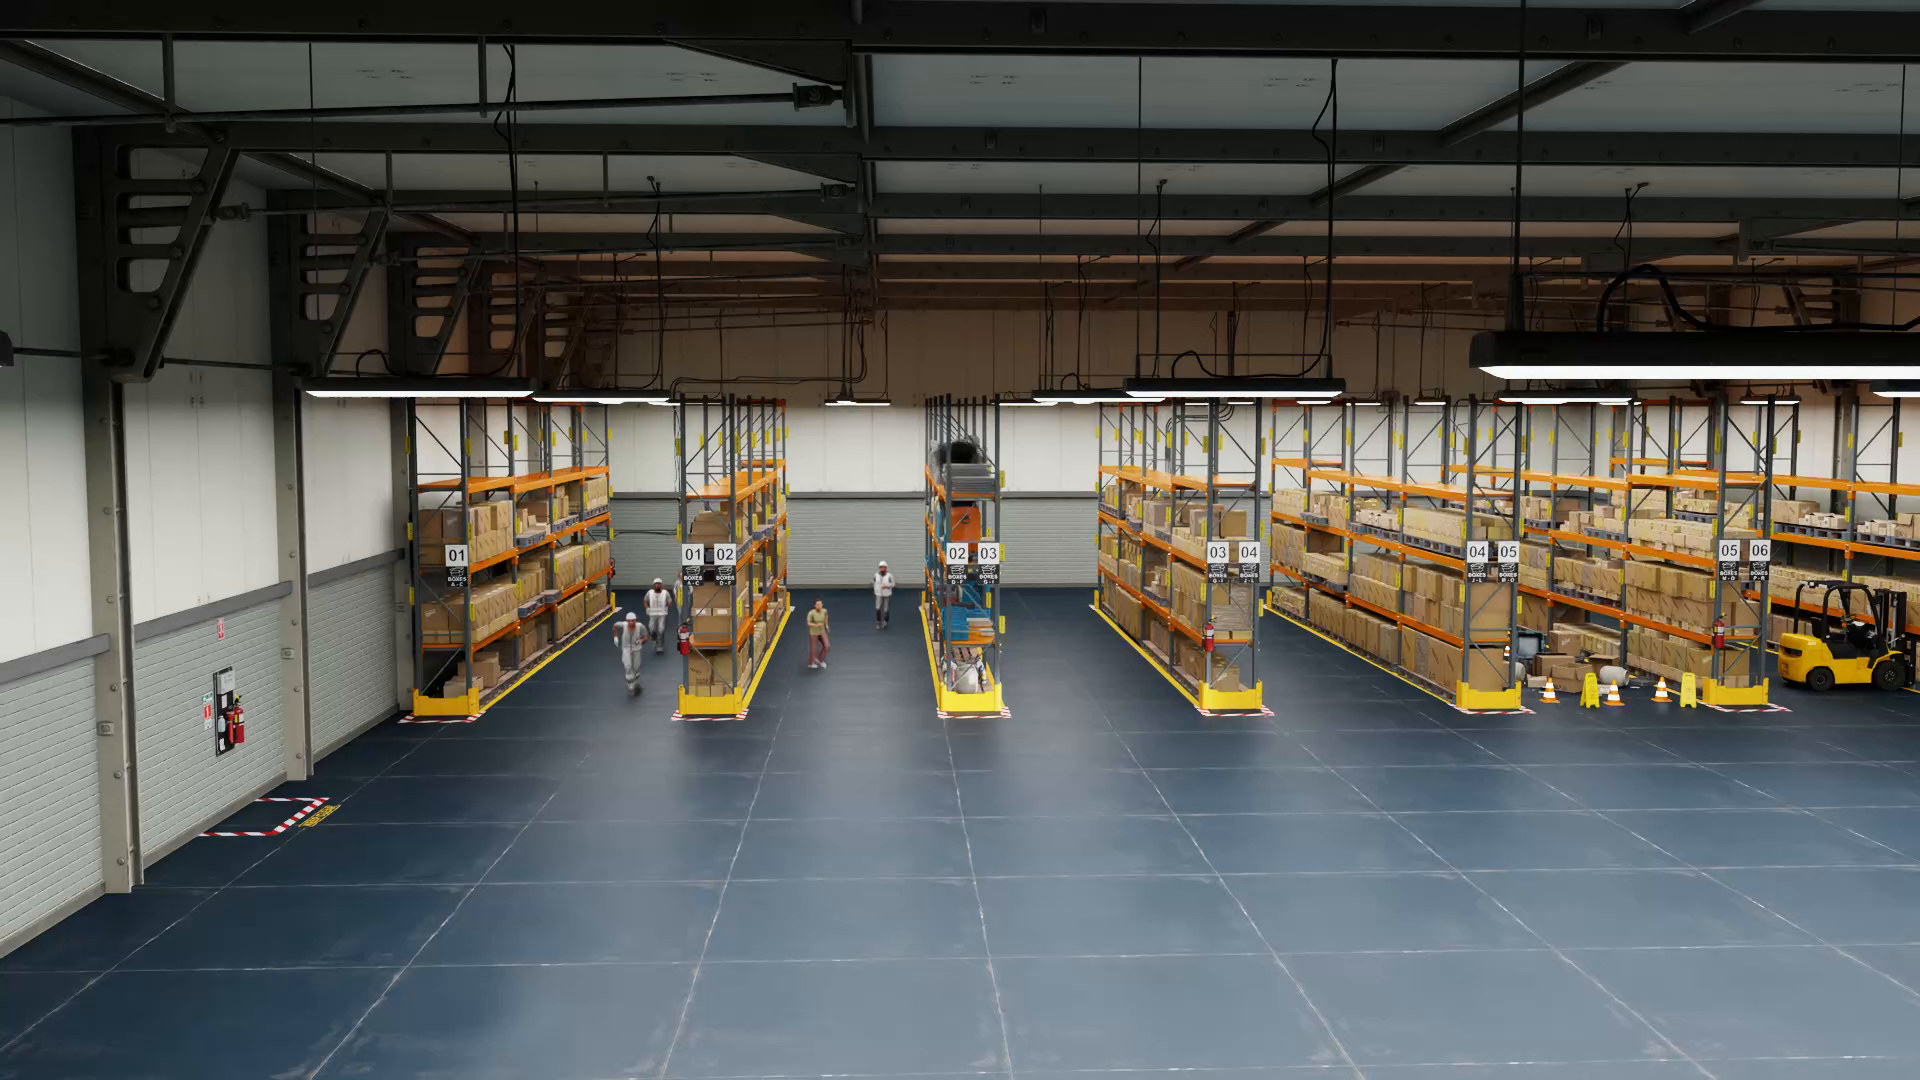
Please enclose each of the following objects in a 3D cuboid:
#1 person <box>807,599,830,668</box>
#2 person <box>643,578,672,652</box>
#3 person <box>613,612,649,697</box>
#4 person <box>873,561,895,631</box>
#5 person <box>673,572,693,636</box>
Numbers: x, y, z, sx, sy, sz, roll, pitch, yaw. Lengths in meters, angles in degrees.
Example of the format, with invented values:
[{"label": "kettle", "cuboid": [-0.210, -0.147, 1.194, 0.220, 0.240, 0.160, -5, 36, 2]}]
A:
[{"label": "person", "cuboid": [-3.115, 2.051, 36.448, 0.586, 1.565, 0.854, -2, 5, -25]}, {"label": "person", "cuboid": [-7.093, 1.769, 38.981, 0.679, 1.739, 0.587, 0, 5, -6]}, {"label": "person", "cuboid": [-6.597, 2.271, 33.414, 0.714, 1.734, 1.028, 0, 5, -6]}, {"label": "person", "cuboid": [-1.982, 1.446, 43.025, 0.635, 1.797, 0.715, 1, 5, 9]}, {"label": "person", "cuboid": [-7.025, 1.591, 42.314, 0.541, 1.607, 0.733, 0, 5, 3]}]
